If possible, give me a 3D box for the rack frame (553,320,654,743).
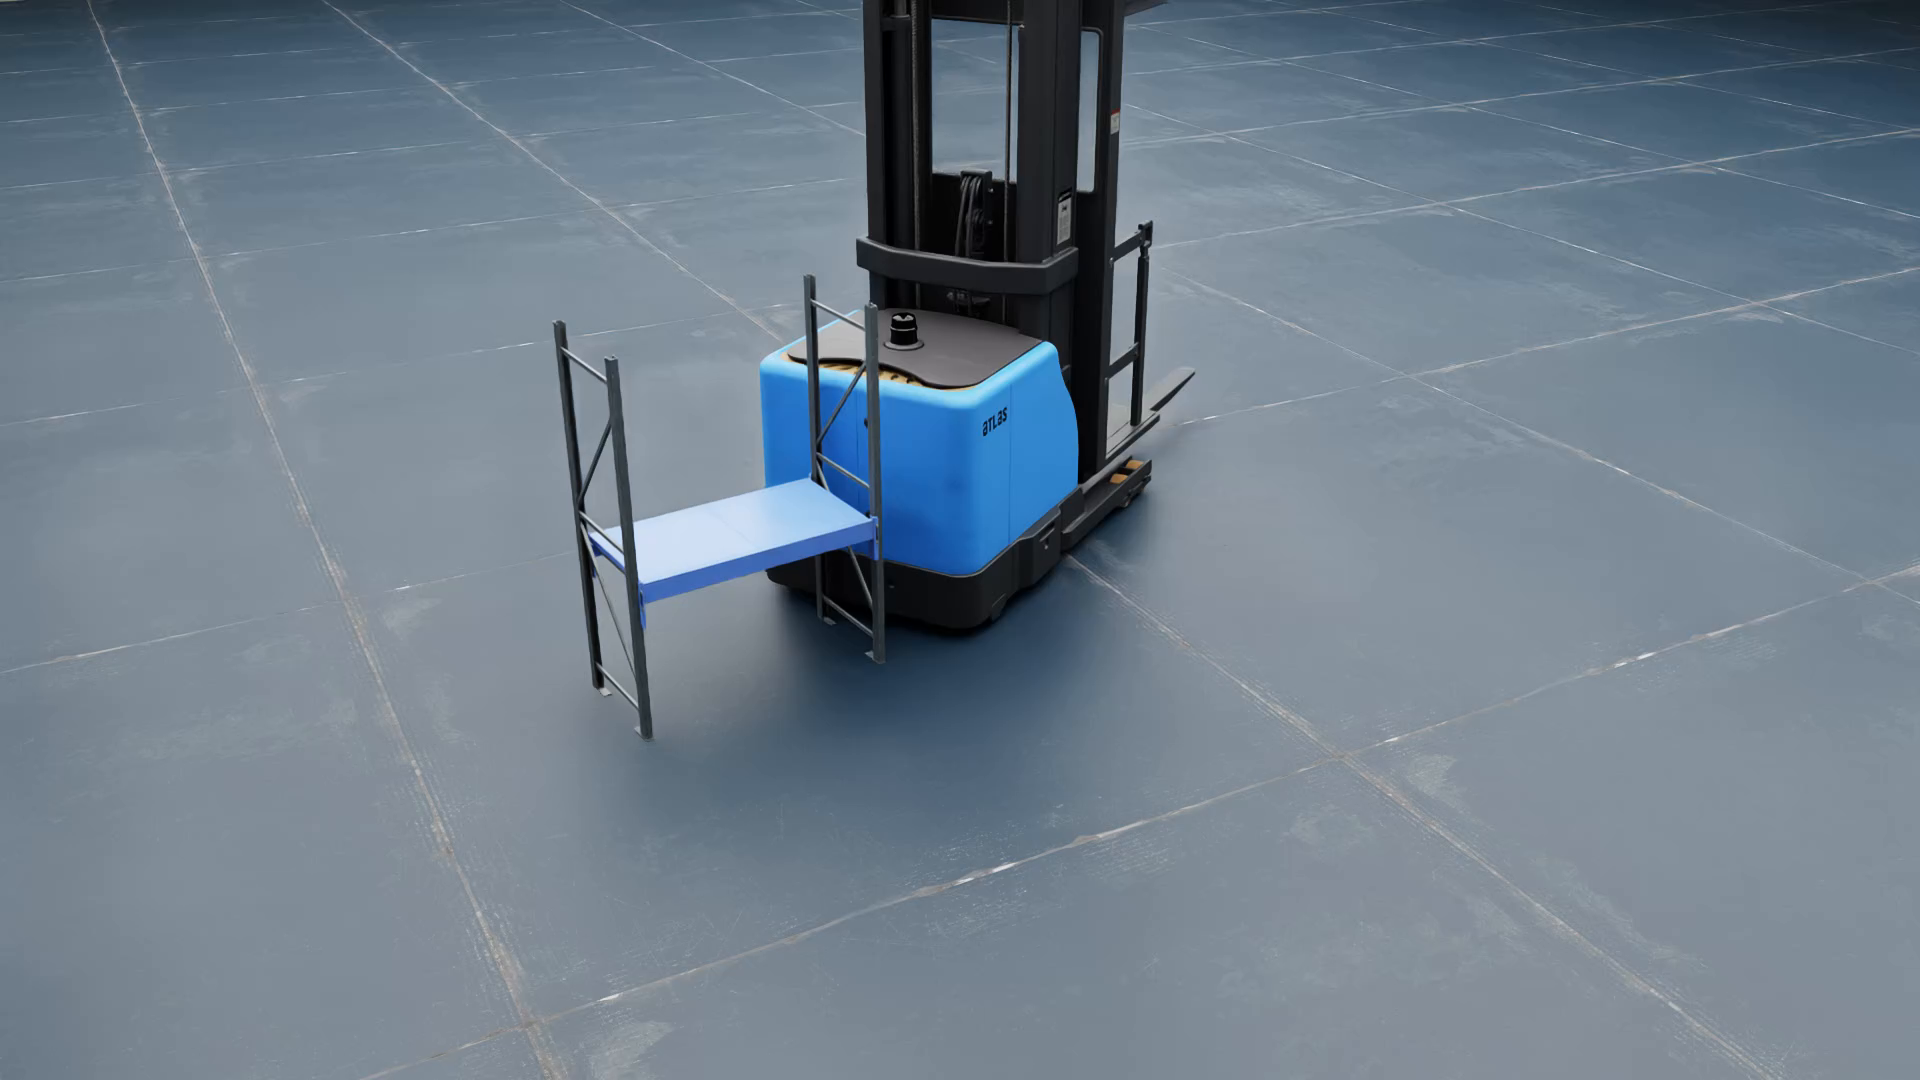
[{"bbox_3d":[-1.294,-0.015,6.049,0.032,1.500,0.500,-16,30,-30],"label":"rack frame"}]

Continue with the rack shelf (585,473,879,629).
[{"bbox_3d":[-0.873,0.023,6.385,1.000,0.185,0.538,-16,30,-30],"label":"rack shelf"}]

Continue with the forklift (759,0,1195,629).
[{"bbox_3d":[0.295,-1.560,7.613,1.130,2.935,3.031,13,29,25],"label":"forklift"}]

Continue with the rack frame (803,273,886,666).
[{"bbox_3d":[-0.453,-0.263,6.564,0.032,1.500,0.500,-16,30,-30],"label":"rack frame"}]

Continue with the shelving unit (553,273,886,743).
[{"bbox_3d":[-0.873,-0.139,6.307,1.048,1.500,0.538,-16,30,-30],"label":"shelving unit"}]
